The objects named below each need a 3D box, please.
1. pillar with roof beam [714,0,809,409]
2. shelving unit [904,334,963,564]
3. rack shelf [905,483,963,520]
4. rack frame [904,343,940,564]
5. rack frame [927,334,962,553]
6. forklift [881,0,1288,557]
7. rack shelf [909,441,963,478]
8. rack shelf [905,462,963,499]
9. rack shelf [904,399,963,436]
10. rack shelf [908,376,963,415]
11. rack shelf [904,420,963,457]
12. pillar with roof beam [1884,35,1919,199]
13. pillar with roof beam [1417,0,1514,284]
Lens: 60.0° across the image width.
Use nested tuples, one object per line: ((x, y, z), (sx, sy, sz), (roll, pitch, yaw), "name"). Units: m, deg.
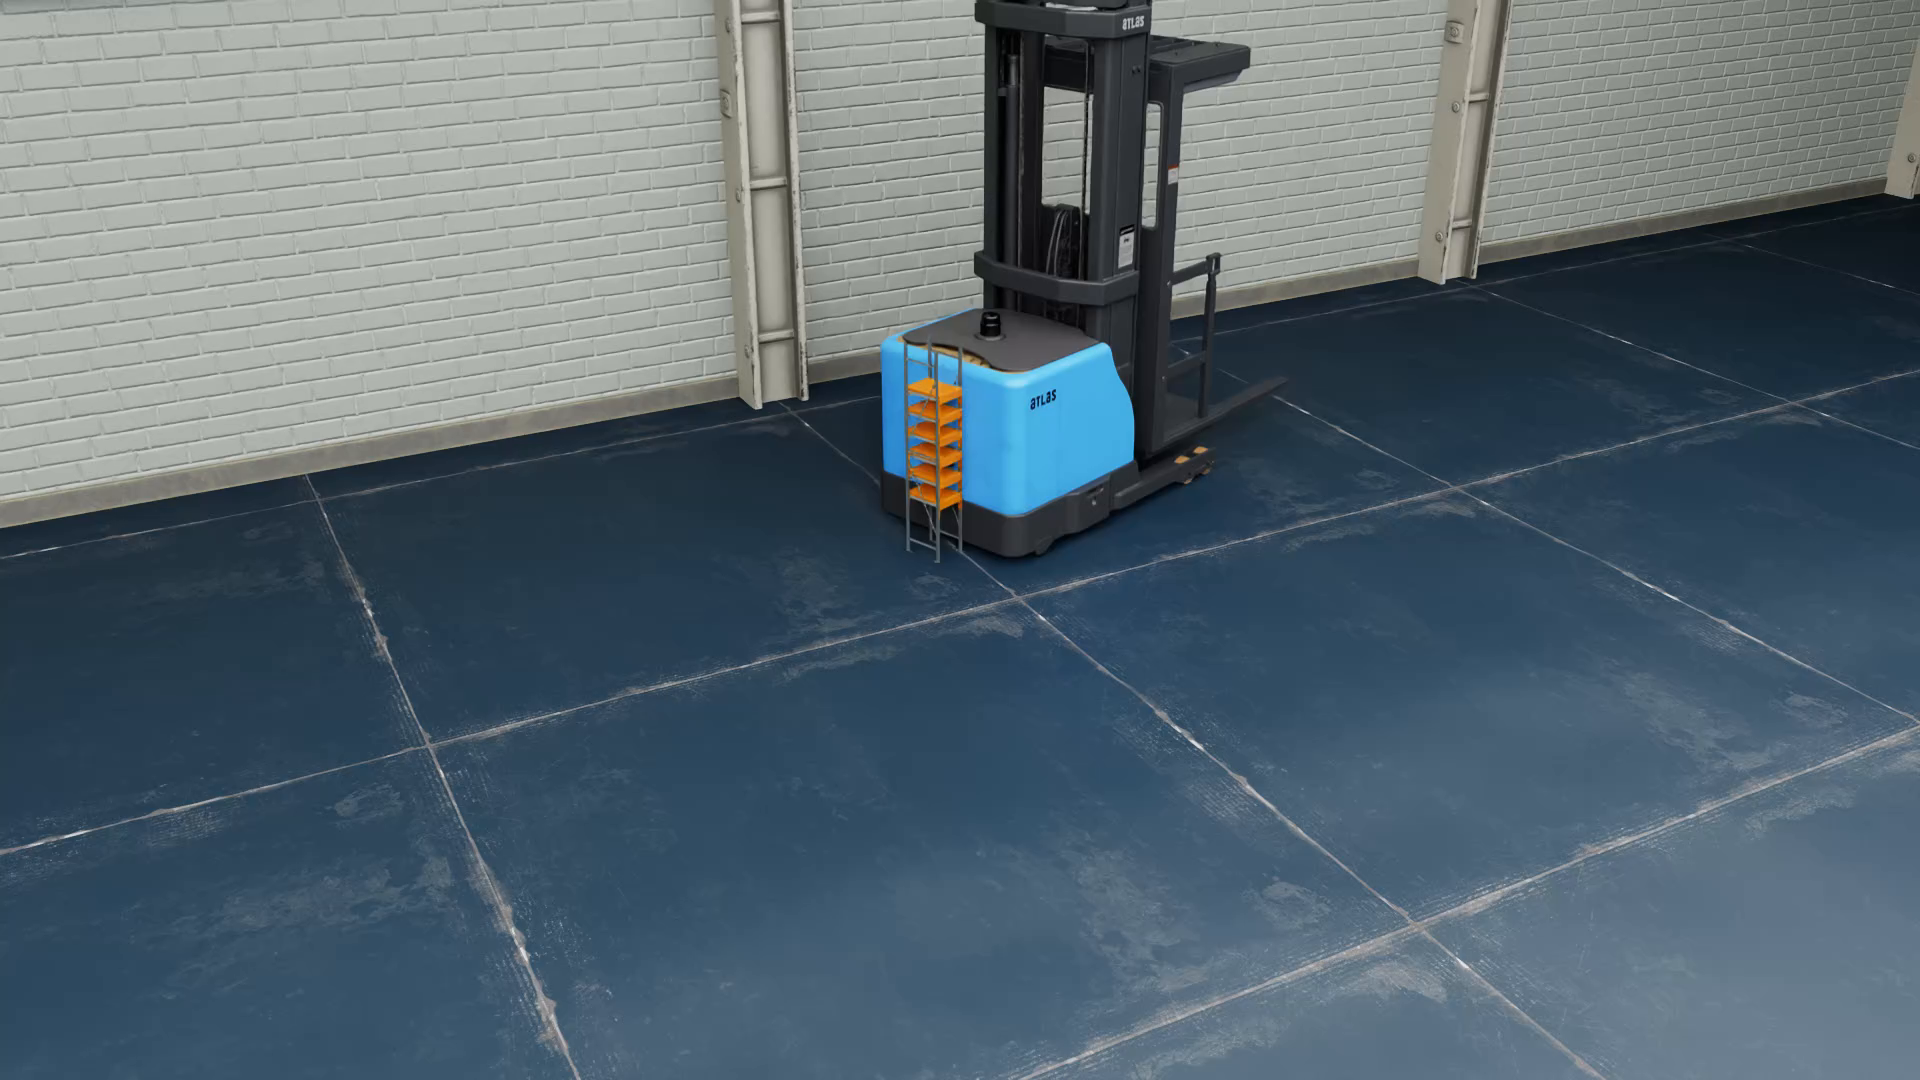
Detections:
((0.763, -3.380, 5.892), (0.400, 9.000, 9.100), (-13, 29, -25), "pillar with roof beam")
((-0.140, -0.475, 8.853), (0.258, 1.200, 0.189), (21, 33, 37), "shelving unit")
((-0.140, -0.218, 8.976), (0.258, 0.103, 0.180), (21, 33, 37), "rack shelf")
((-0.201, -0.445, 8.791), (0.240, 1.200, 0.006), (21, 33, 37), "rack frame")
((-0.079, -0.504, 8.914), (0.240, 1.200, 0.006), (21, 33, 37), "rack frame")
((0.907, -1.786, 9.584), (1.130, 2.935, 3.031), (21, 33, 37), "forklift")
((-0.140, -0.435, 8.872), (0.258, 0.103, 0.180), (21, 33, 37), "rack shelf")
((-0.140, -0.327, 8.924), (0.258, 0.103, 0.180), (21, 33, 37), "rack shelf")
((-0.140, -0.651, 8.768), (0.258, 0.103, 0.180), (21, 33, 37), "rack shelf")
((-0.140, -0.759, 8.716), (0.258, 0.103, 0.180), (21, 33, 37), "rack shelf")
((-0.140, -0.543, 8.820), (0.258, 0.103, 0.180), (21, 33, 37), "rack shelf")
((11.352, -5.824, 10.983), (0.400, 9.000, 9.100), (-13, 29, -25), "pillar with roof beam")
((6.057, -4.602, 8.438), (0.400, 9.000, 9.100), (-13, 29, -25), "pillar with roof beam")
